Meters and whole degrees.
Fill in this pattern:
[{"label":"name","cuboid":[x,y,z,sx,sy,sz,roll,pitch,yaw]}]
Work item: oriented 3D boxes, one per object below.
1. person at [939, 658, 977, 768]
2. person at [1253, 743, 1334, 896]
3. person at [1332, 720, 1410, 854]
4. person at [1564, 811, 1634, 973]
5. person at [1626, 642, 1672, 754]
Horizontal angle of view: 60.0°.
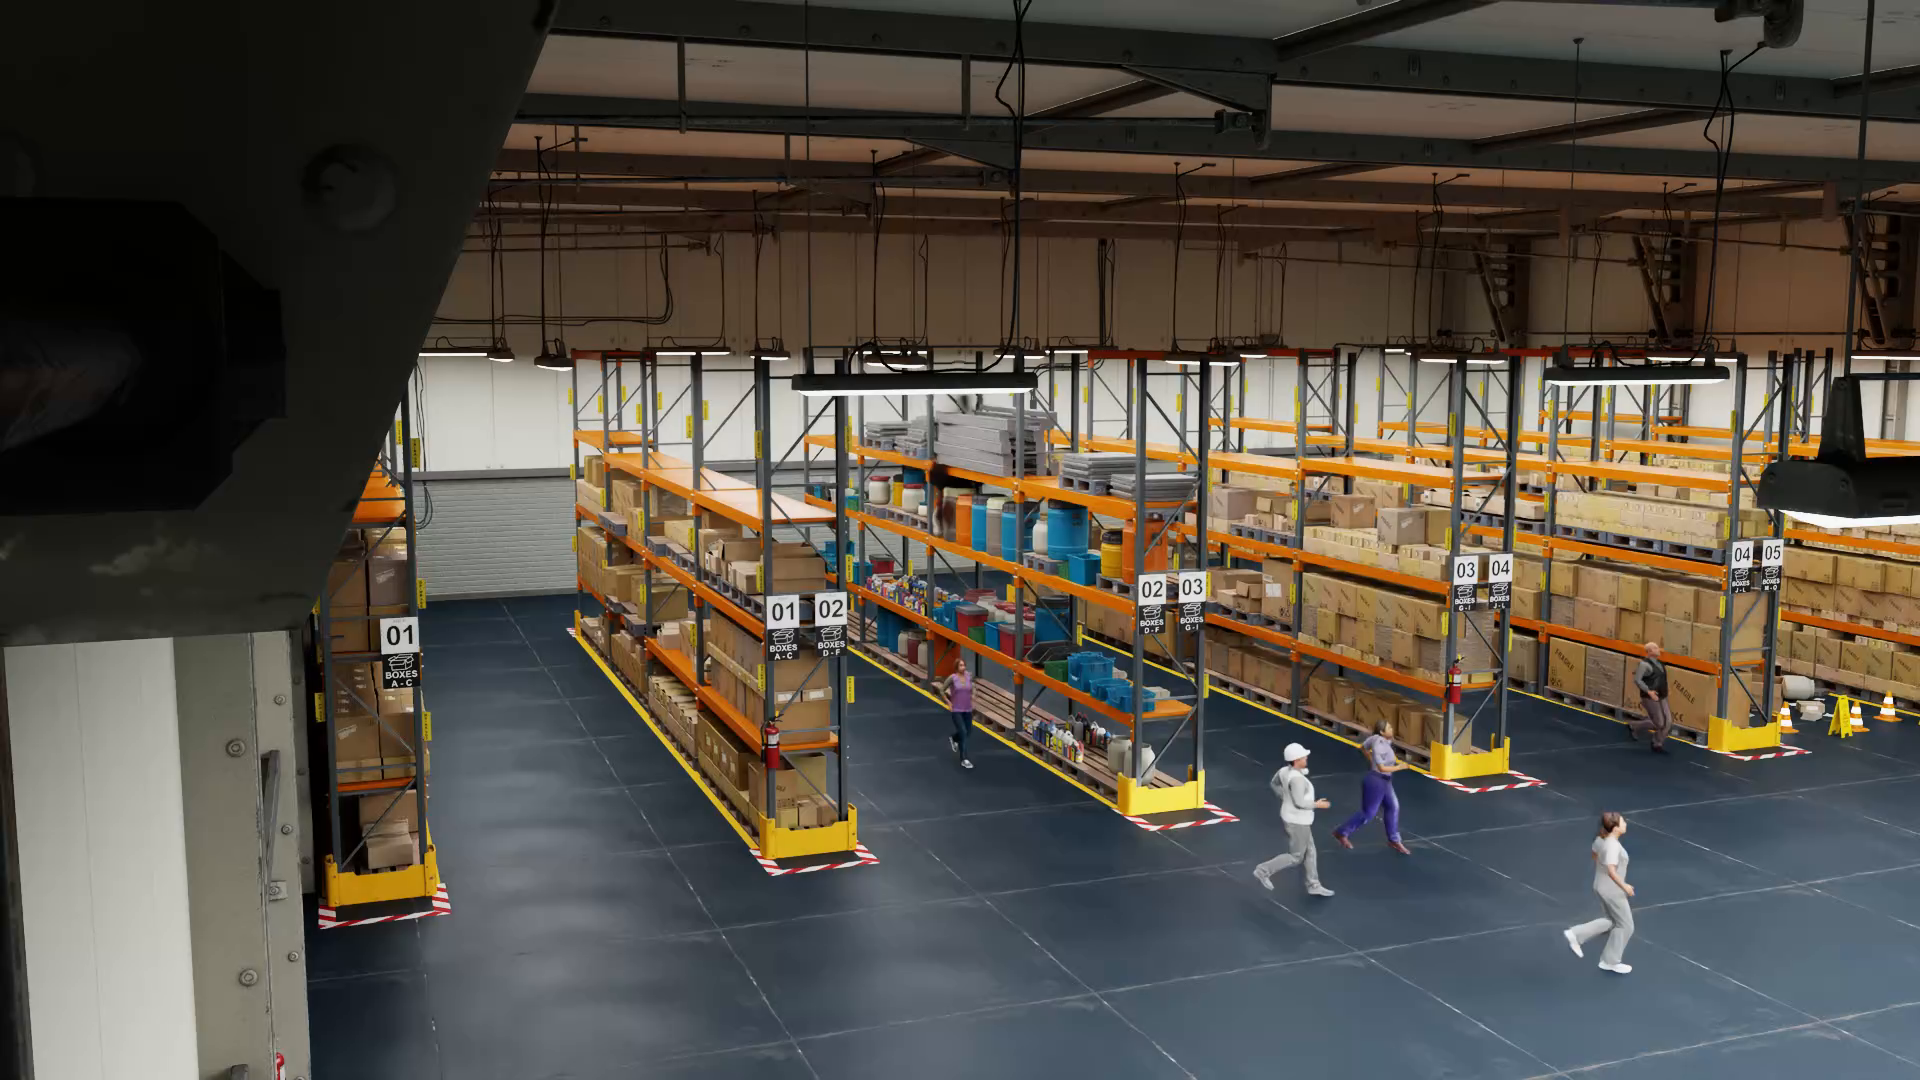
[{"label":"person","cuboid":[-0.008,2.512,24.480,0.548,1.568,0.805,-4,8,-27]},{"label":"person","cuboid":[3.751,3.142,18.616,0.936,1.769,0.661,0,7,1]},{"label":"person","cuboid":[5.034,3.010,20.278,0.923,1.684,0.577,2,7,15]},{"label":"person","cuboid":[6.374,3.484,16.523,0.642,1.633,0.590,0,7,2]},{"label":"person","cuboid":[10.497,2.376,25.207,0.657,1.662,0.645,-6,9,-38]}]
